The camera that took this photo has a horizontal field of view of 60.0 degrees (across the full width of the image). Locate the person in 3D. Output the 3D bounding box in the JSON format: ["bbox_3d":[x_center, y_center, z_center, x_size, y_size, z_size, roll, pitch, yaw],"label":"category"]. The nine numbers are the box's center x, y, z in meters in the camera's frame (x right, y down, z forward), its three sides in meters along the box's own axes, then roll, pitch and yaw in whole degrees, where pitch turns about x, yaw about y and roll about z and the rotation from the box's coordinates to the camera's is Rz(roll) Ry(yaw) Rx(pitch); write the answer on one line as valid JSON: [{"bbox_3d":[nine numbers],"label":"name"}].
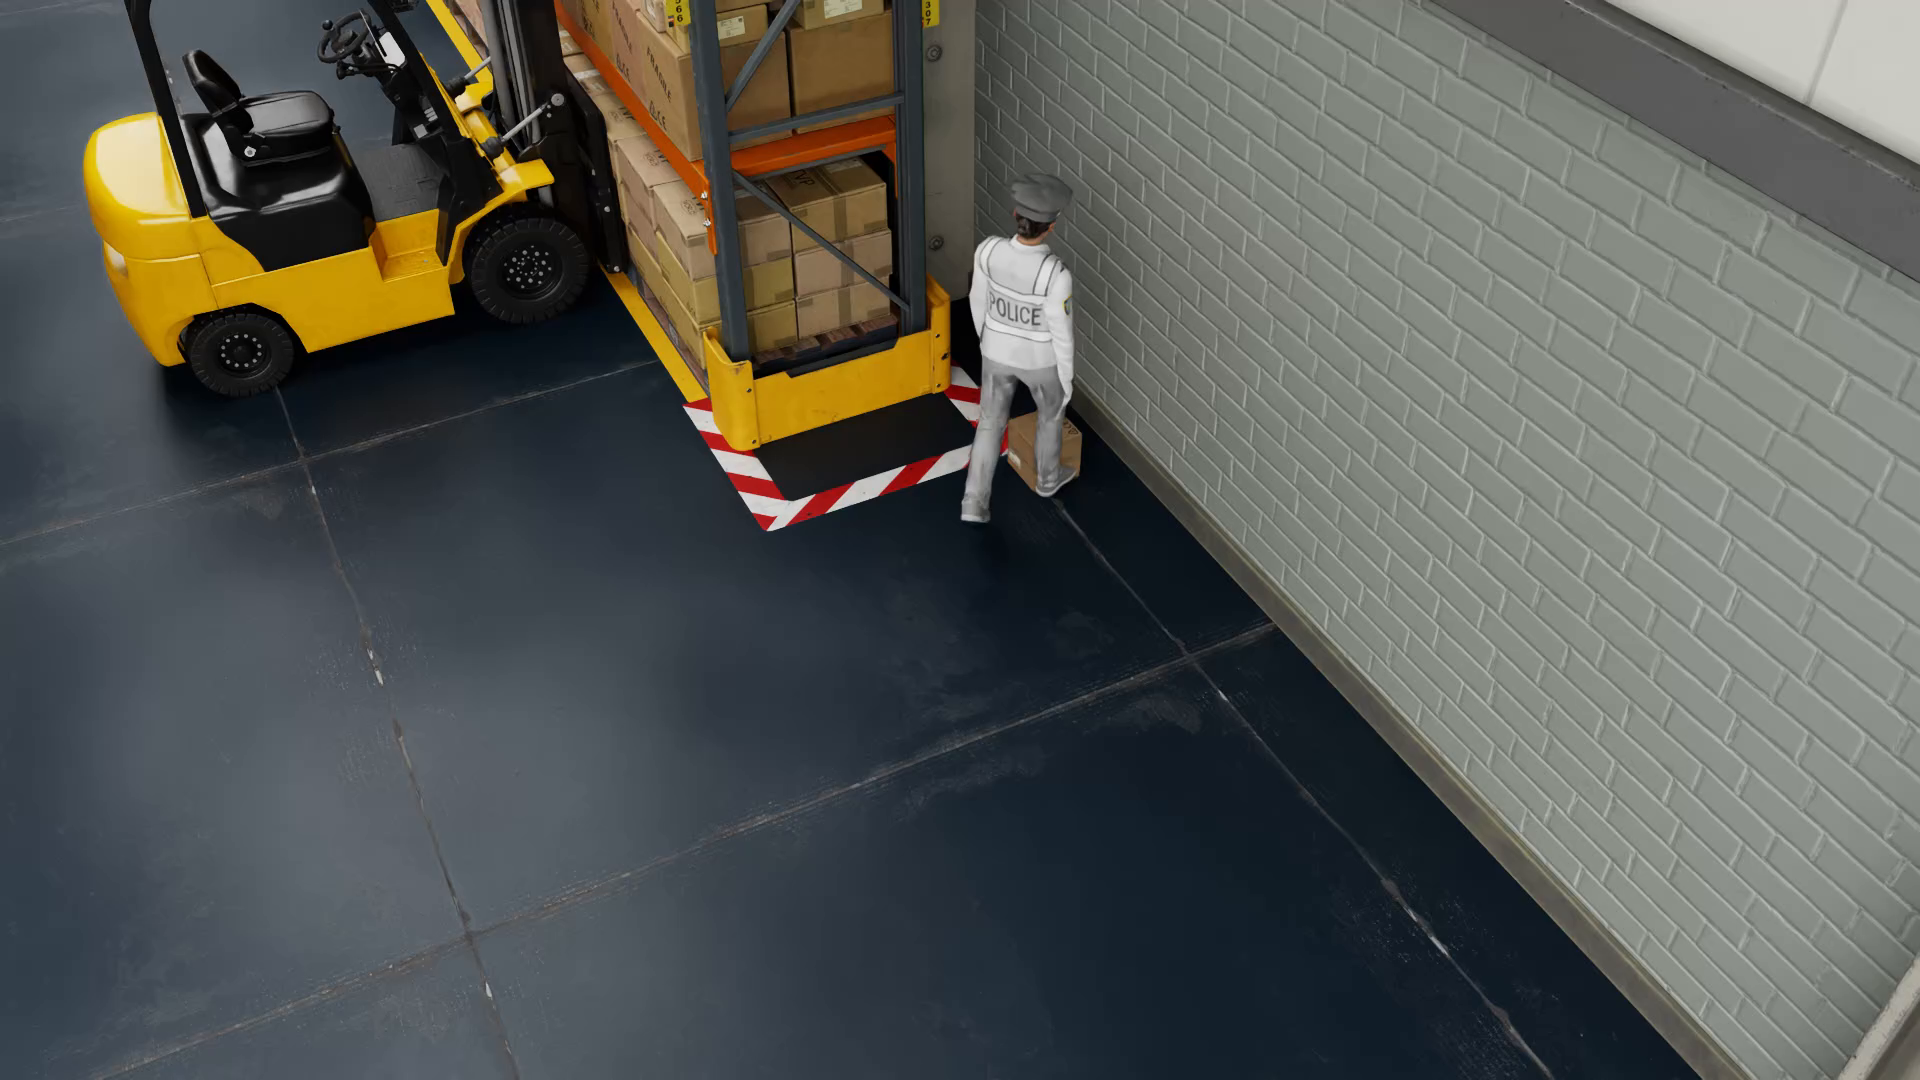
[{"bbox_3d":[0.256,-0.766,7.005,0.497,1.639,0.789,17,44,18],"label":"person"}]
